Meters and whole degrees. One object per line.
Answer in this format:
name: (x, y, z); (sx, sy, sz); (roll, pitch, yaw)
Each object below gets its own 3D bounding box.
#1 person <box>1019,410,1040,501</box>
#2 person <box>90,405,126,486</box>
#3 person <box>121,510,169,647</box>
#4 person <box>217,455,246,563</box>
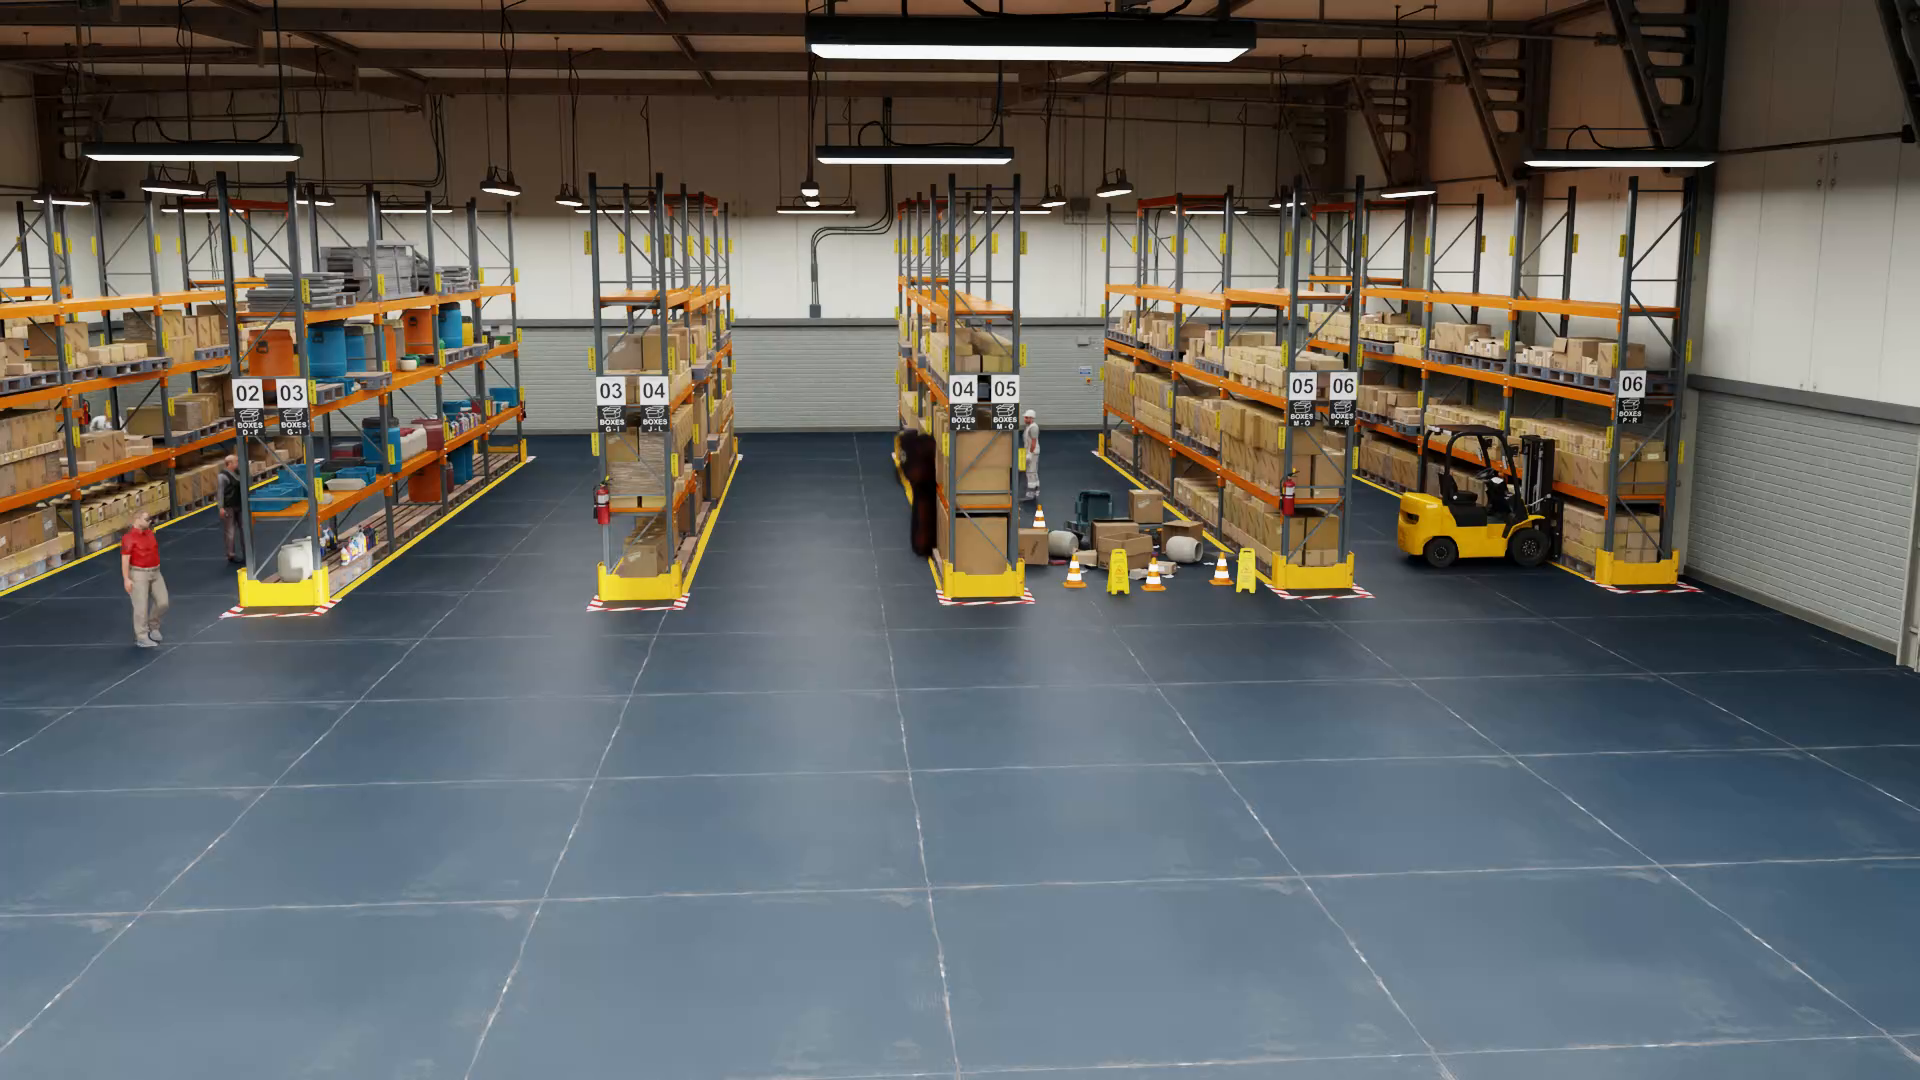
person: (1.374, -1.694, 33.090); (0.437, 1.794, 0.576); (0, 10, -2)
person: (-17.886, -1.946, 34.964); (0.780, 1.810, 0.935); (0, 10, -2)
person: (-10.383, 0.476, 21.087); (0.515, 1.733, 0.605); (4, 11, 23)
person: (-11.634, -0.493, 26.651); (0.388, 1.756, 0.602); (6, 12, 31)
